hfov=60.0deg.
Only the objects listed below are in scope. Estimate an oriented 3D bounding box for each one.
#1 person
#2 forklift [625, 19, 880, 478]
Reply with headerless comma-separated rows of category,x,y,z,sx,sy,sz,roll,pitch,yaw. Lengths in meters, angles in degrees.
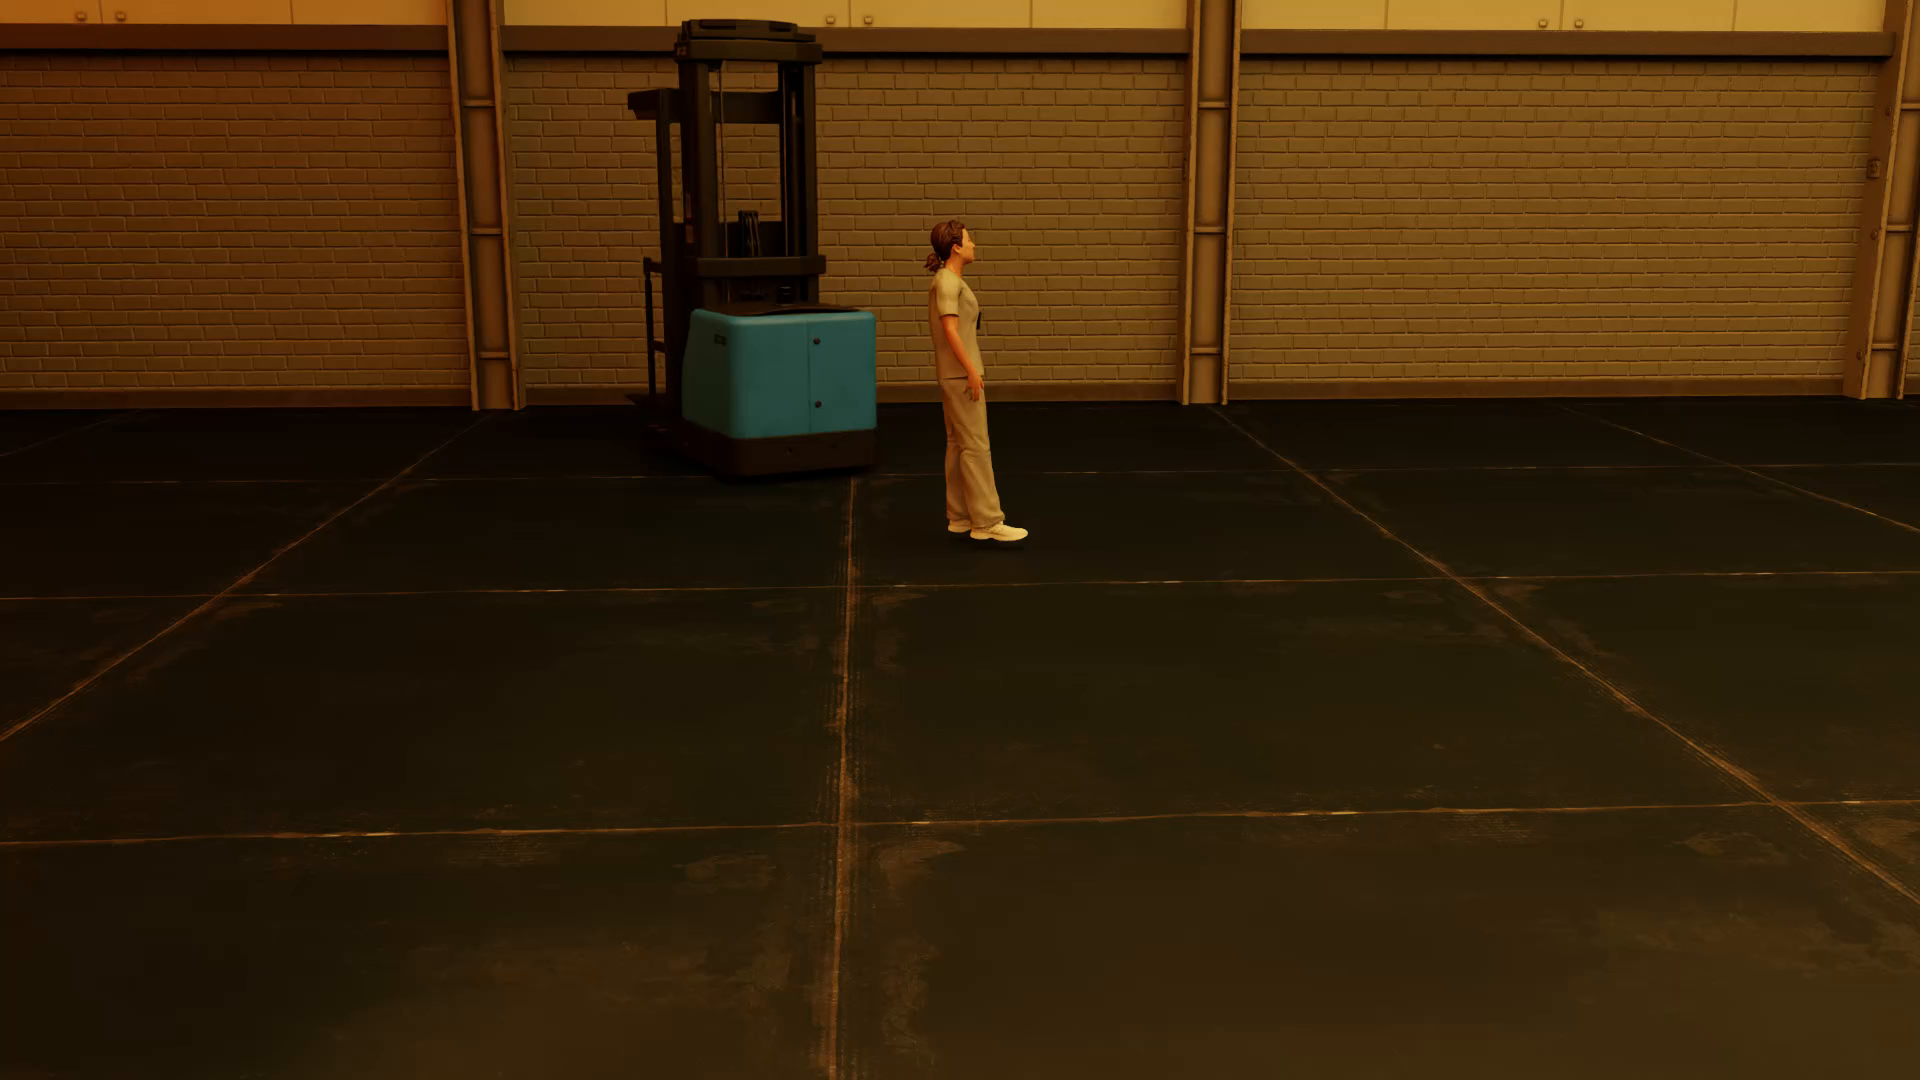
person,0.075,-0.862,8.900,0.547,1.673,0.550,-1,13,-3
forklift,-1.661,-2.106,11.785,1.130,2.935,3.031,-7,14,-27
